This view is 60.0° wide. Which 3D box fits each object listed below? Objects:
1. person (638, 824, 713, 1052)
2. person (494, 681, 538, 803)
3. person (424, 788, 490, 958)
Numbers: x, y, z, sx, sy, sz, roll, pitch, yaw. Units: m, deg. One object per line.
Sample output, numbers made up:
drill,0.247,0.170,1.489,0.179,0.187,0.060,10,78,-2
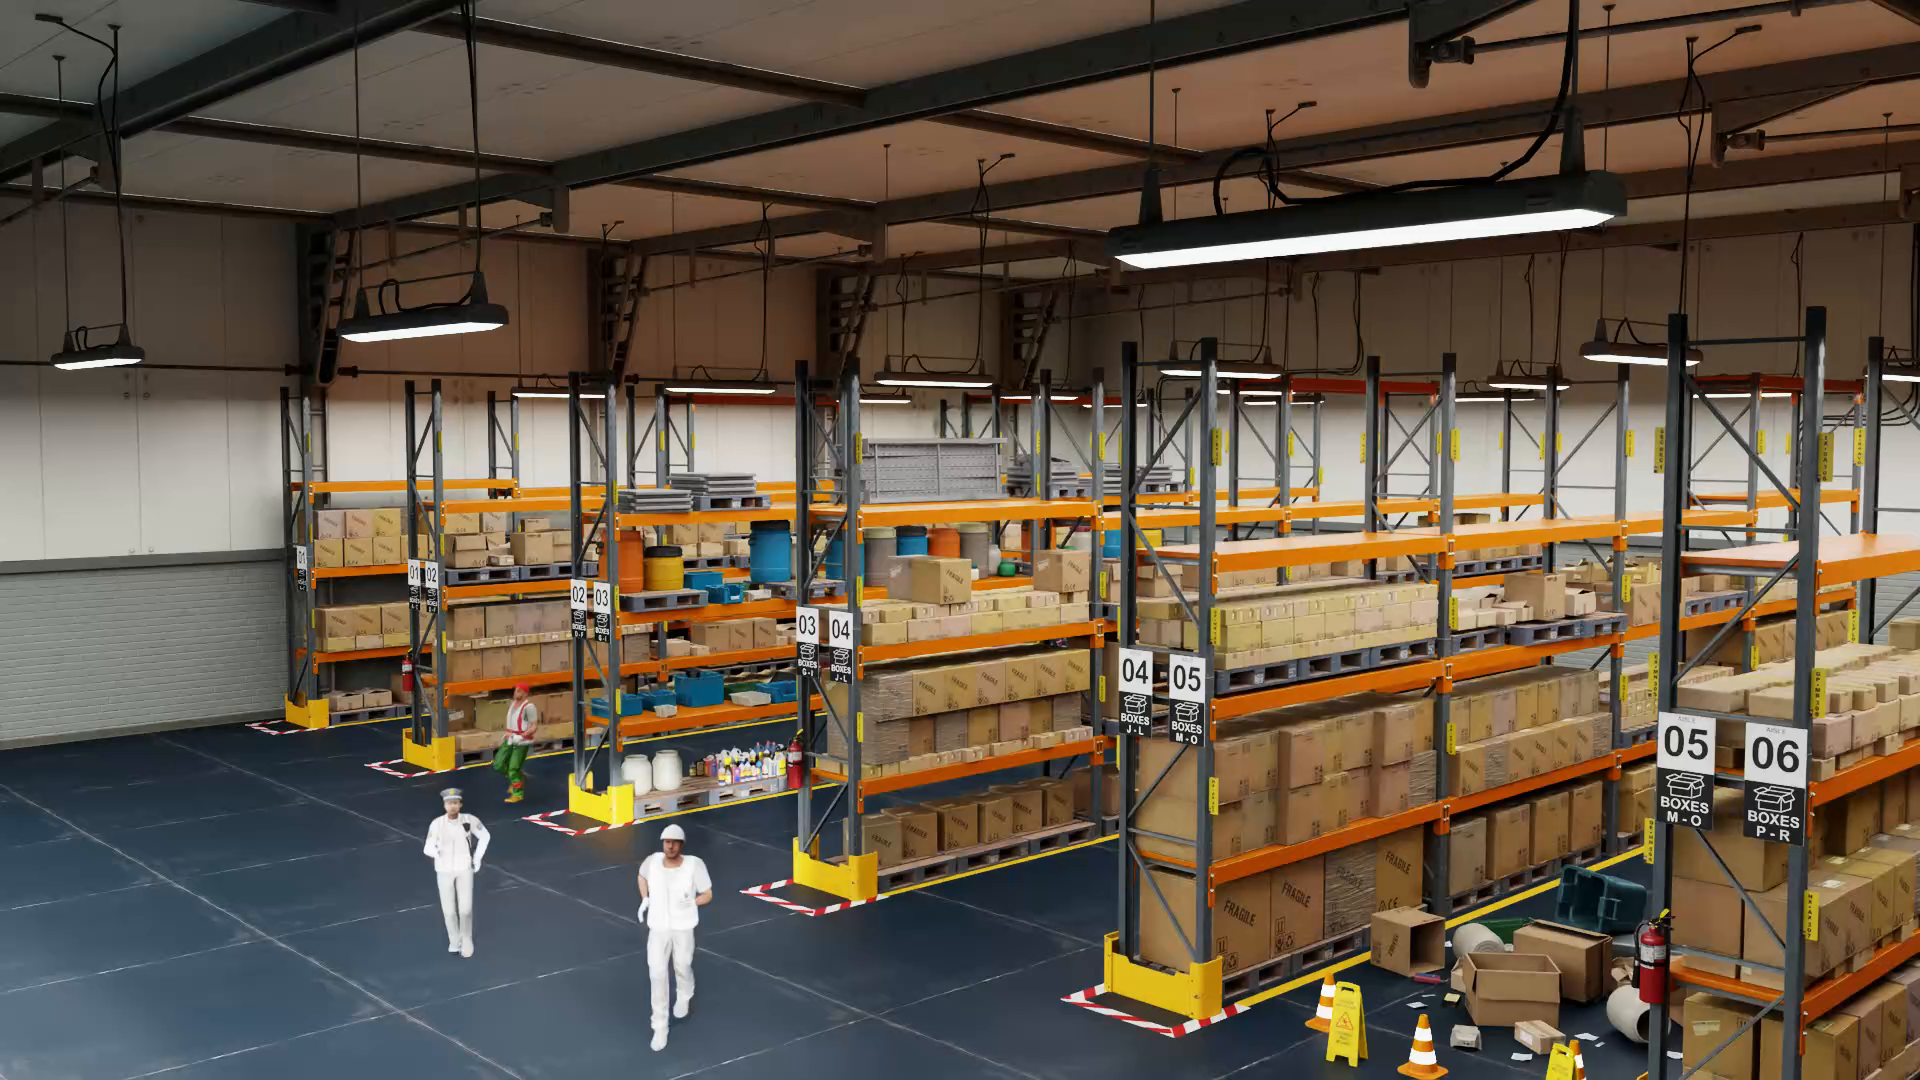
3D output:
person,-2.457,3.343,14.301,0.670,1.817,0.914,0,4,-3
person,-6.196,2.824,23.181,0.679,1.724,0.547,2,4,32
person,-4.950,3.279,16.342,0.606,1.694,0.637,-1,4,-10
